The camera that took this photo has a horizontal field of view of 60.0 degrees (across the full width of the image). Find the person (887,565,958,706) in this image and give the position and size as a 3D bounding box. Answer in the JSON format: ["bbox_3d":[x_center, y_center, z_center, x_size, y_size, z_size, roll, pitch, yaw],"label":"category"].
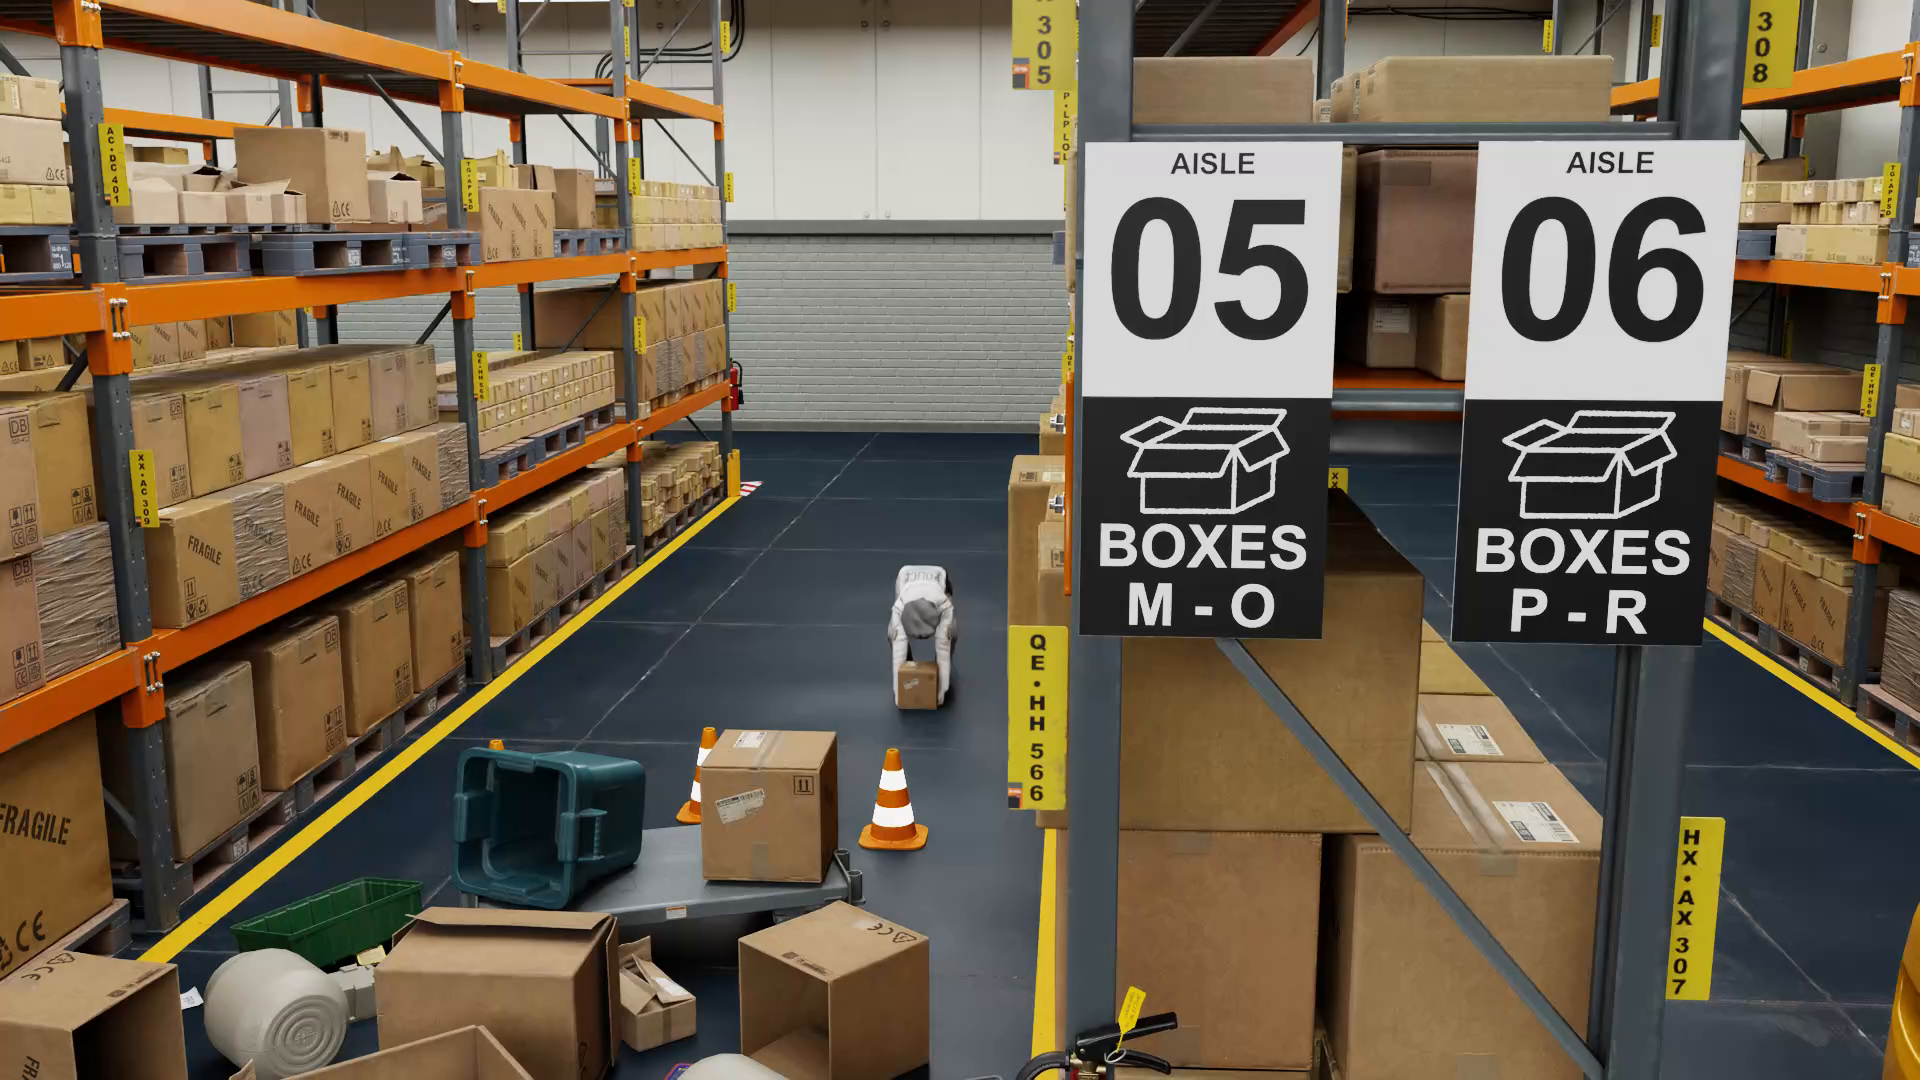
[{"bbox_3d":[-0.247,0.621,11.021,0.469,0.823,0.897,0,11,2],"label":"person"}]
